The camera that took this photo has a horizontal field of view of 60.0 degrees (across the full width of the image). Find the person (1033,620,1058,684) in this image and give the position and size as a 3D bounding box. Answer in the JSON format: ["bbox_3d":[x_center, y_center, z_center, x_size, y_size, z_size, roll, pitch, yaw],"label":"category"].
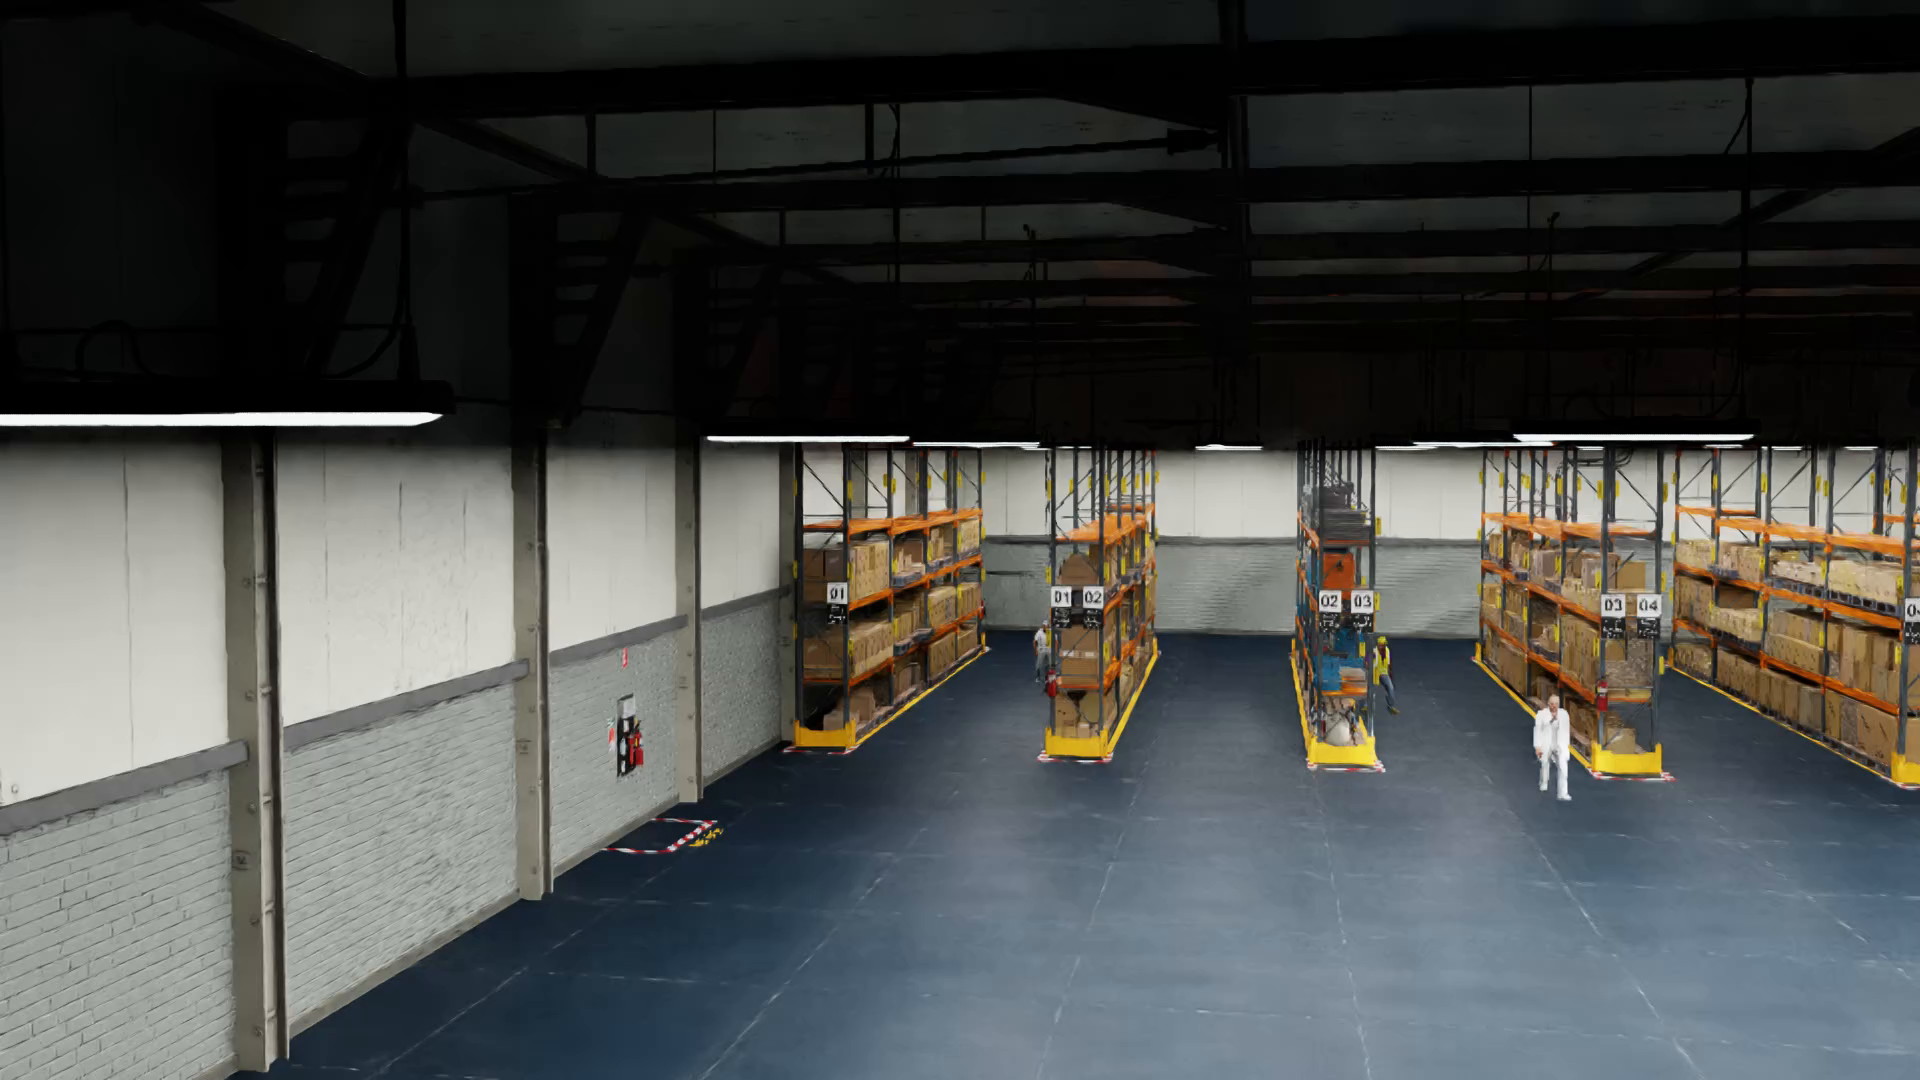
[{"bbox_3d":[2.107,2.762,40.899,0.625,1.611,0.568,0,3,9],"label":"person"}]

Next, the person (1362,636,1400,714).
[{"bbox_3d":[9.192,2.938,36.464,0.710,1.703,0.836,0,3,-6],"label":"person"}]

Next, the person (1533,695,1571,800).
[{"bbox_3d":[9.803,3.396,27.514,0.598,1.698,1.194,1,3,12],"label":"person"}]
